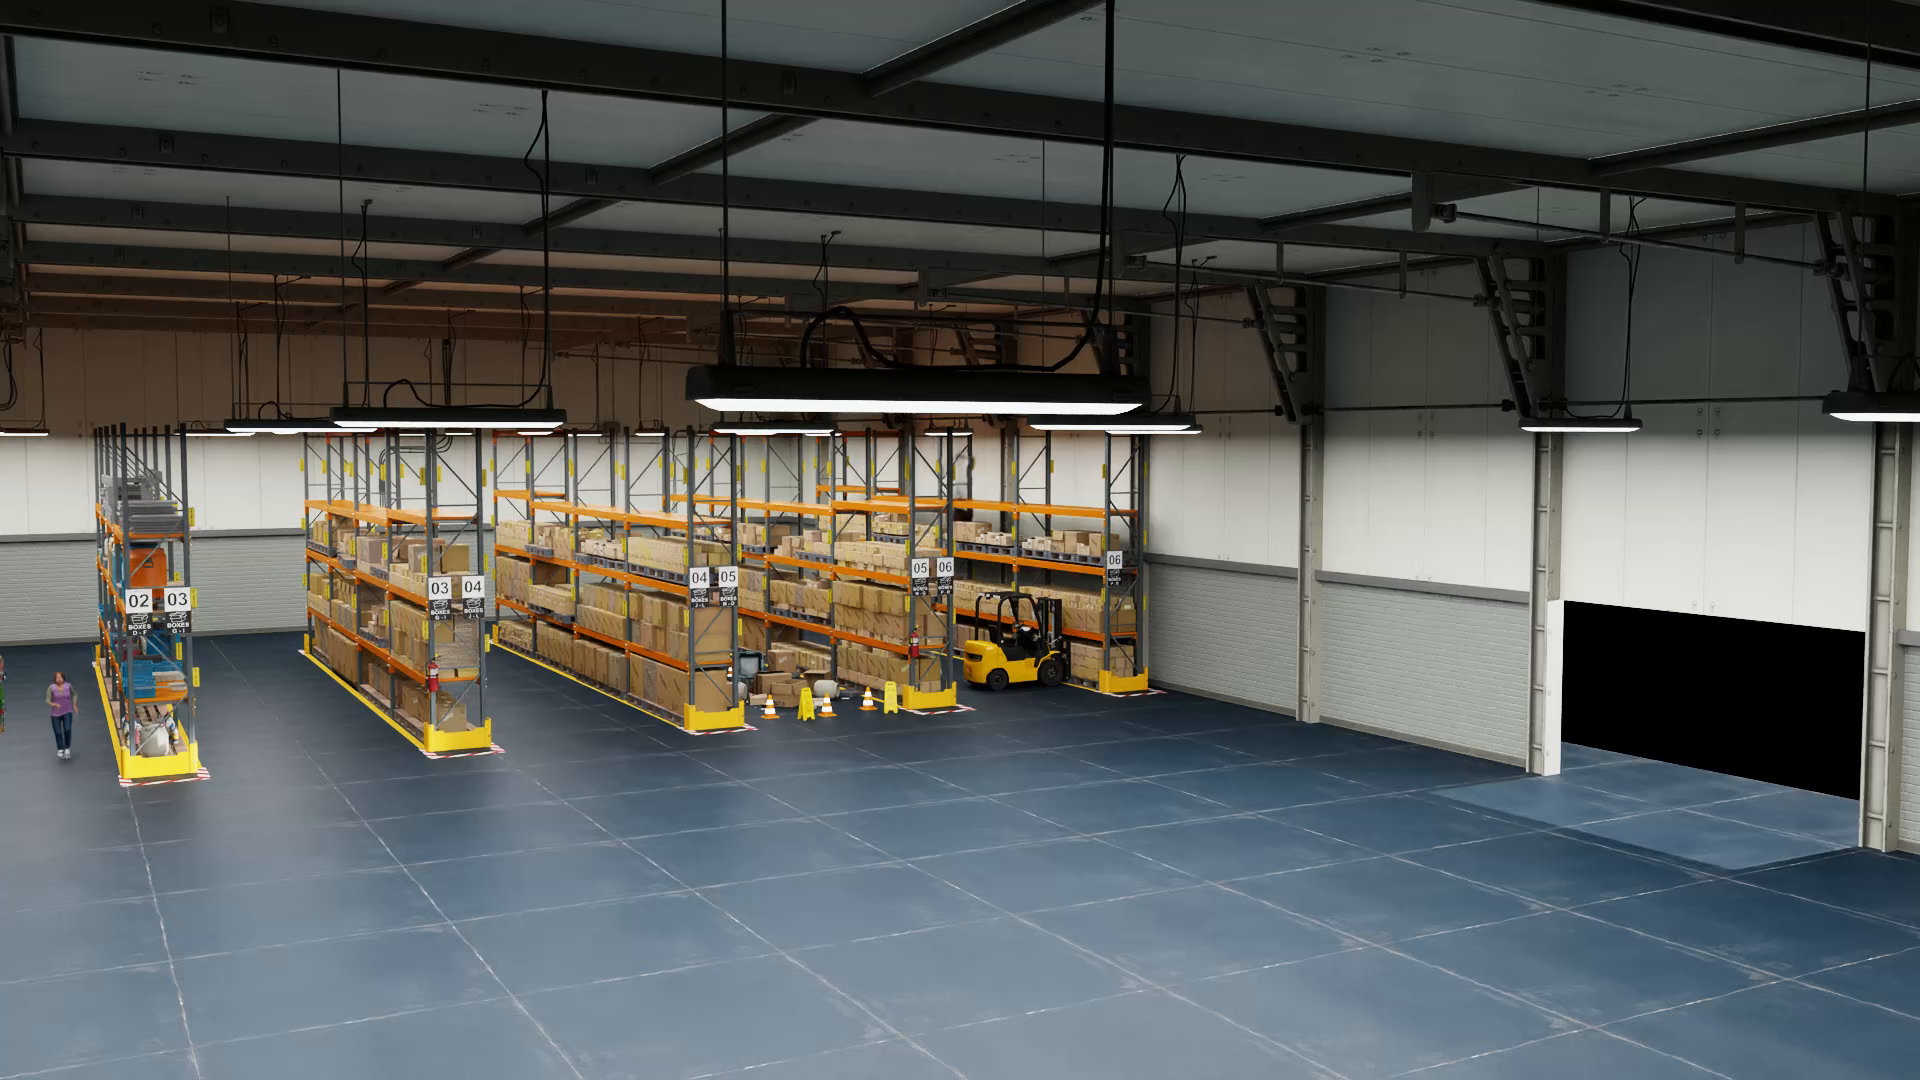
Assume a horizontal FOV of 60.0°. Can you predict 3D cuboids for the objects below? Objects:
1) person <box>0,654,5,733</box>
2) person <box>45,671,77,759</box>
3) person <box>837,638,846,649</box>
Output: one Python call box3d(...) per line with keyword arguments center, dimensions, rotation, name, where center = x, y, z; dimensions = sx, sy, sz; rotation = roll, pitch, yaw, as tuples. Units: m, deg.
box3d(center=(-19.010, 2.847, 32.566), dimensions=(0.782, 1.839, 0.639), rotation=(3, 5, 45), name="person")
box3d(center=(-16.039, 3.124, 29.690), dimensions=(0.504, 1.585, 0.732), rotation=(-2, 4, -28), name="person")
box3d(center=(-3.114, 2.284, 43.588), dimensions=(0.576, 1.668, 0.796), rotation=(-3, 4, -38), name="person")
